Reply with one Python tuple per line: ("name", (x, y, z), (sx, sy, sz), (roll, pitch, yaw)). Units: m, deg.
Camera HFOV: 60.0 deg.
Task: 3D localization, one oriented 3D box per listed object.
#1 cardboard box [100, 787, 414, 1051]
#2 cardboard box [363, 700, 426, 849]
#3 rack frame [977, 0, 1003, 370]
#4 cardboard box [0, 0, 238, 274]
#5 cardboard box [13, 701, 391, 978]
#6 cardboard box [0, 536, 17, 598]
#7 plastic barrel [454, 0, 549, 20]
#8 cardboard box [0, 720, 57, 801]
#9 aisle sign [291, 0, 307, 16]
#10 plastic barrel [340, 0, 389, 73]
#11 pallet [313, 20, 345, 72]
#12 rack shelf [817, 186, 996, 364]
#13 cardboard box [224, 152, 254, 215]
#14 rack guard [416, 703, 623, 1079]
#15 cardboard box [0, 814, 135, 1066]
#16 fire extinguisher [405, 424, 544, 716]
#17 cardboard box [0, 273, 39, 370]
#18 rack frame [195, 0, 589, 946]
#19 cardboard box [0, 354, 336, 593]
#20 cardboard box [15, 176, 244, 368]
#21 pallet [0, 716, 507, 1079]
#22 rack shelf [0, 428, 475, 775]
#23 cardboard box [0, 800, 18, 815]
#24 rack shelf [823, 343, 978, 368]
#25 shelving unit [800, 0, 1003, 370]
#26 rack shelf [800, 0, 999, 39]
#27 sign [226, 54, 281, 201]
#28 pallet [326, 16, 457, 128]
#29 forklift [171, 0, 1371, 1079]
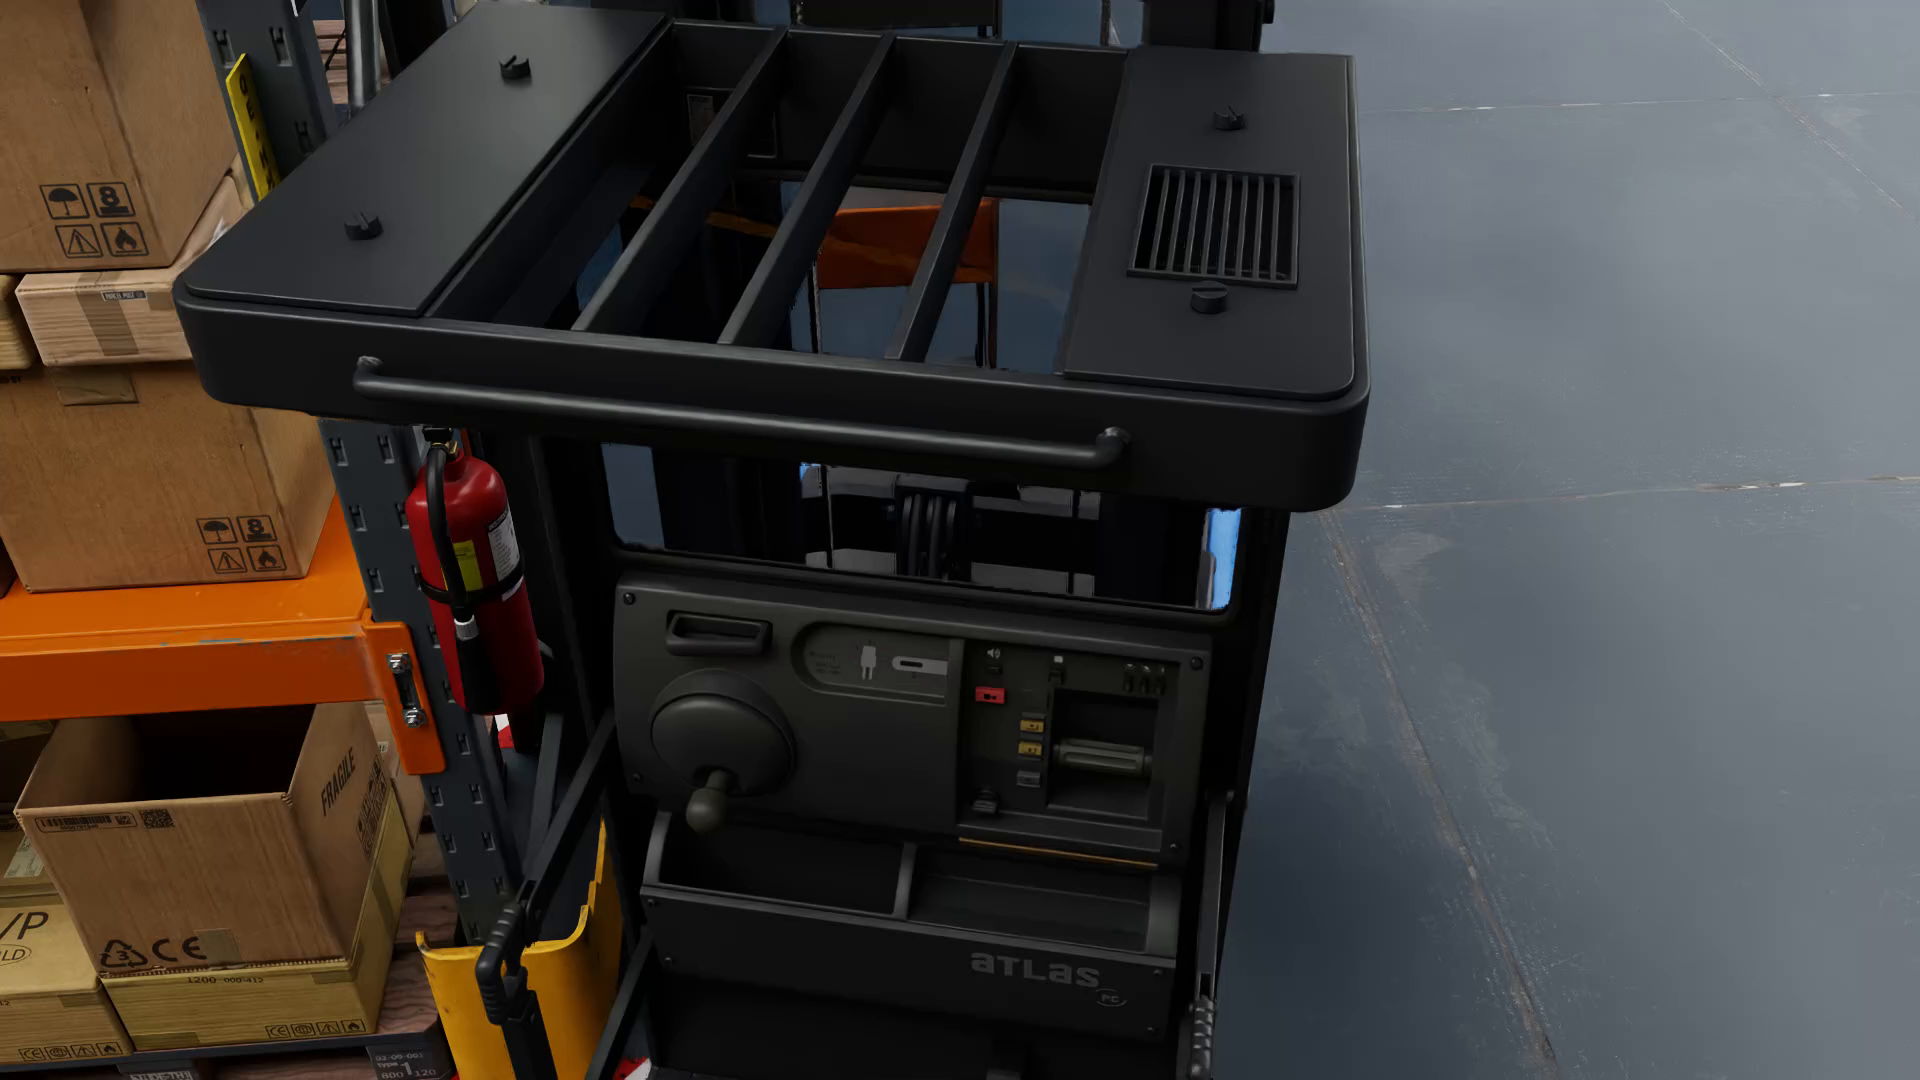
("cardboard box", (-1.524, 0.823, 3.666), (0.500, 0.250, 0.500), (-3, 38, -4))
("cardboard box", (-1.569, 0.504, 4.071), (0.500, 0.250, 0.500), (-3, 38, -4))
("rack frame", (0.078, -0.829, 4.605), (0.015, 2.100, 0.400), (-3, 38, -4))
("cardboard box", (-1.534, -0.831, 2.754), (0.500, 0.500, 0.700), (-3, 38, -4))
("cardboard box", (-1.523, 0.530, 3.432), (0.500, 0.500, 0.500), (-3, 38, -4))
("cardboard box", (-2.004, -0.293, 3.119), (0.500, 0.500, 0.700), (-2, 38, -3))
("plastic barrel", (-2.099, -2.465, 7.621), (0.421, 0.512, 0.421), (0, 38, 0))
("cardboard box", (-2.067, 0.238, 3.802), (0.500, 0.500, 0.500), (-3, 38, -4))
("aisle sign", (-0.924, -1.146, 2.182), (0.004, 0.787, 0.394), (-3, 38, -4))
("plastic barrel", (-2.599, -2.437, 7.587), (0.421, 0.512, 0.421), (0, 38, 0))
("pallet", (-3.544, -2.125, 7.773), (1.213, 0.211, 1.003), (-3, 38, -4))
("rack shelf", (-0.165, -0.805, 4.597), (0.480, 0.518, 0.431), (-3, 38, -4))
("cardboard box", (-1.426, -0.708, 3.122), (0.250, 0.149, 0.380), (-3, 38, -4))
("rack guard", (-0.992, 0.677, 3.989), (0.348, 0.500, 1.175), (-3, 38, -4))
("cardboard box", (-2.021, 0.858, 3.622), (0.500, 0.250, 0.500), (-3, 38, -4))
("fire extinguisher", (-0.857, 0.007, 2.882), (0.183, 0.674, 0.296), (-3, 38, -4))
("cardboard box", (-1.640, -0.443, 2.786), (0.250, 0.149, 0.380), (-2, 38, -3))
("rack frame", (-1.016, -0.303, 3.213), (0.127, 3.000, 1.000), (-3, 38, -4))
("cardboard box", (-1.482, -0.325, 3.159), (0.500, 0.500, 0.700), (-3, 38, -4))
("cardboard box", (-1.379, -0.459, 2.805), (0.250, 0.149, 0.380), (-4, 38, -5))
("pallet", (-1.774, 0.859, 3.991), (1.213, 0.211, 1.003), (-3, 38, -4))
("rack shelf", (-3.008, 0.089, 3.297), (4.000, 0.370, 1.077), (-3, 38, -4))
("cardboard box", (-2.067, 0.533, 4.033), (0.500, 0.250, 0.500), (-3, 38, -4))
("rack shelf", (-0.165, -0.255, 5.030), (0.480, 0.518, 0.431), (-3, 38, -4))
("shelving unit", (-0.165, -0.815, 4.588), (0.503, 2.100, 0.431), (-3, 38, -4))
("rack shelf", (-0.165, -1.354, 4.163), (0.480, 0.518, 0.431), (-3, 38, -4))
("sign", (-0.981, -0.515, 2.355), (0.005, 0.325, 0.100), (-3, 38, -4))
("pallet", (-2.332, -2.190, 7.856), (1.213, 0.211, 1.003), (-3, 38, -4))
("forklift", (-0.121, 0.365, 2.421), (1.130, 2.935, 3.031), (6, 39, 8))
